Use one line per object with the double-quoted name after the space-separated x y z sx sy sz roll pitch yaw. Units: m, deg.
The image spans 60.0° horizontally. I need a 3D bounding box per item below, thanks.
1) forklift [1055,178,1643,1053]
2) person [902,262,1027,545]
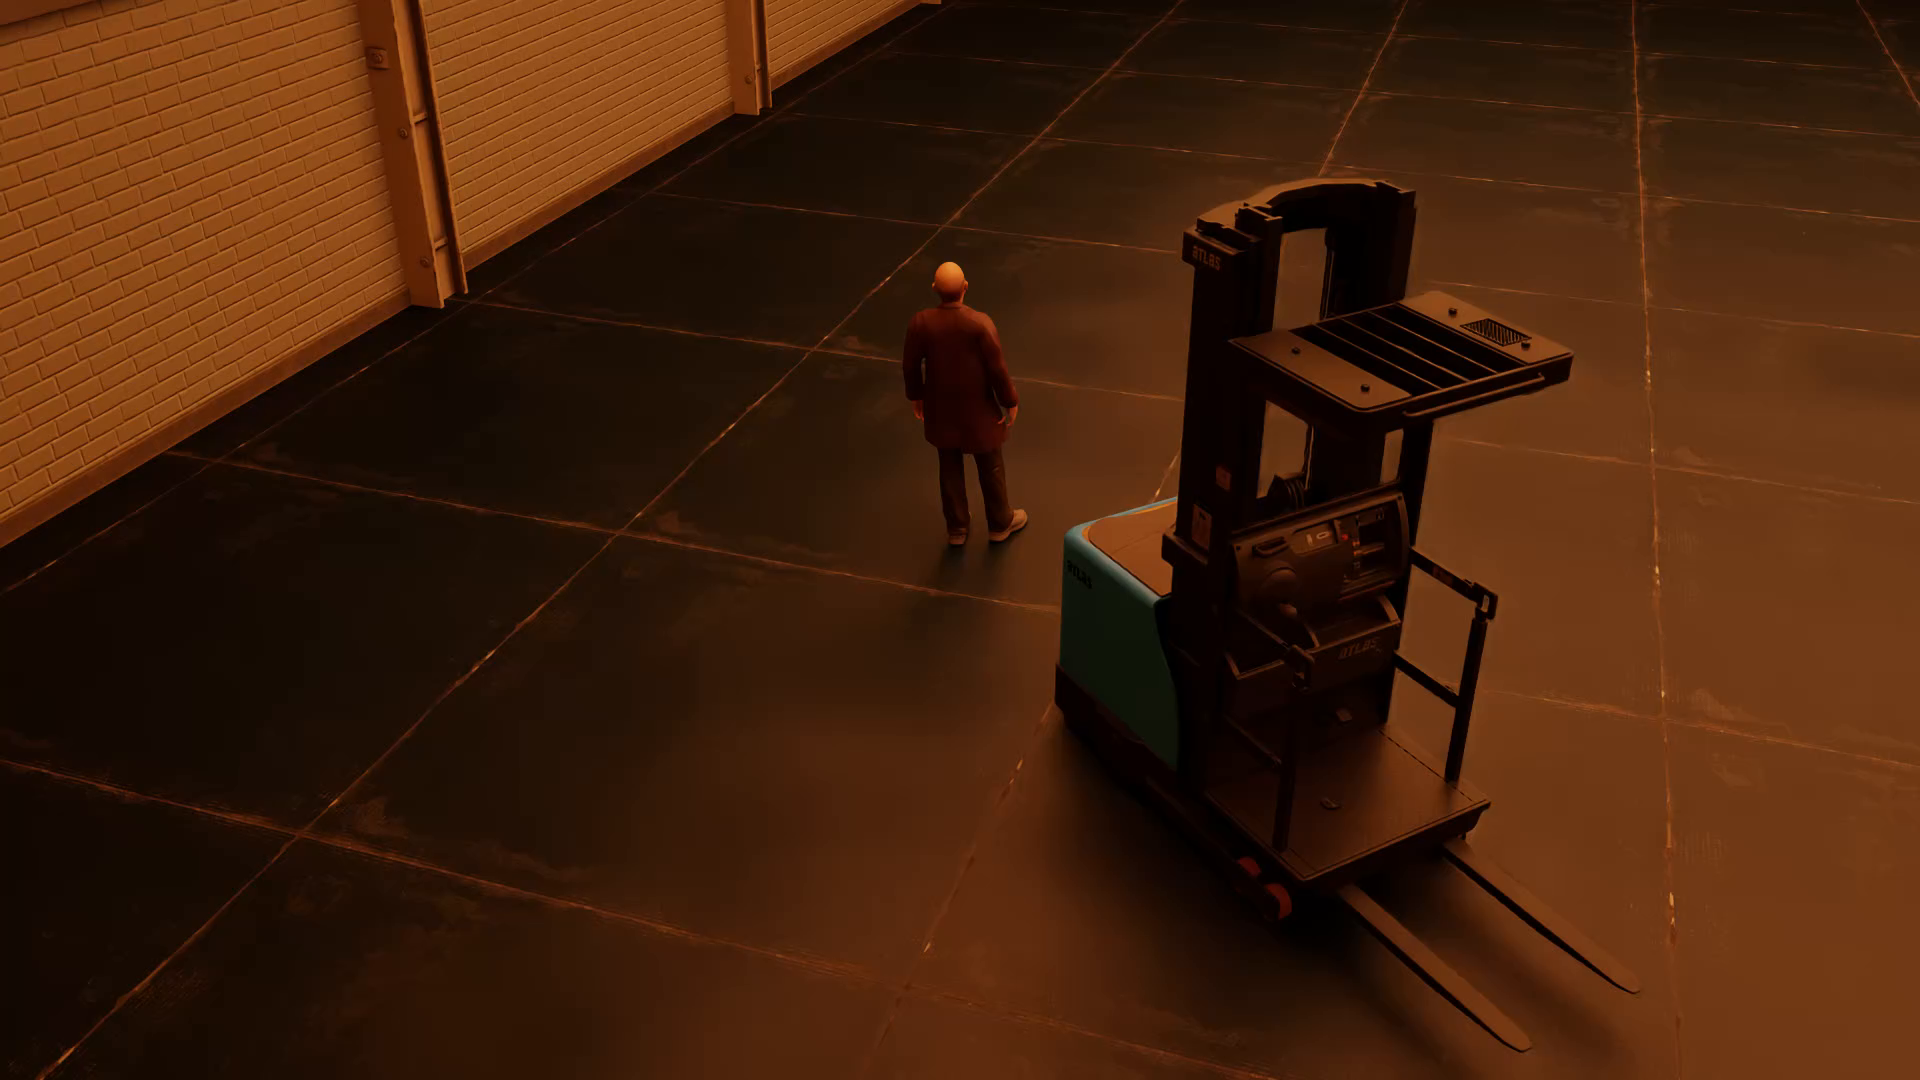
1.653 0.117 6.931 1.130 2.935 3.031 -16 33 -26 "forklift"
0.034 -0.820 9.725 0.696 1.776 0.582 10 31 16 "person"
